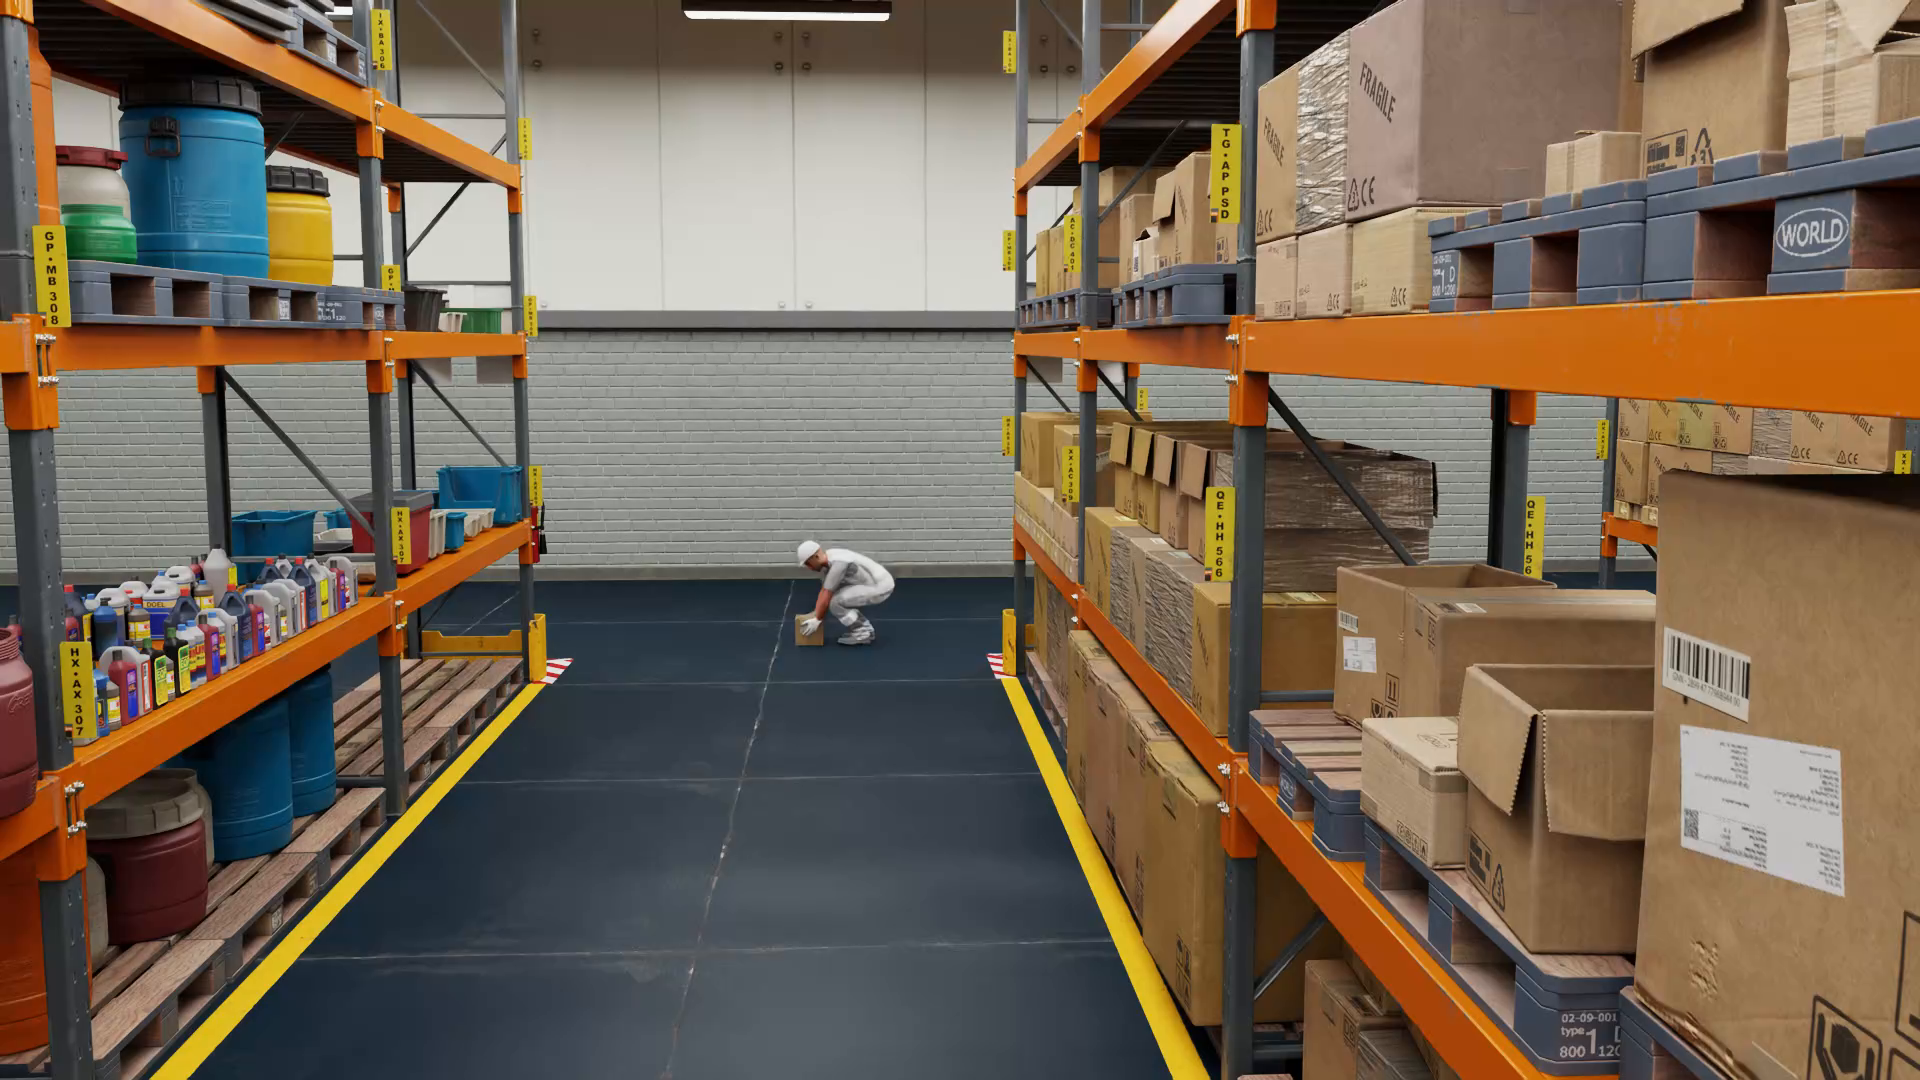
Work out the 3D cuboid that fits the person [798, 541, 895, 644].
[{"bbox_3d":[-1.037,0.474,15.203,0.882,0.955,0.572,0,7,-4],"label":"person"}]
